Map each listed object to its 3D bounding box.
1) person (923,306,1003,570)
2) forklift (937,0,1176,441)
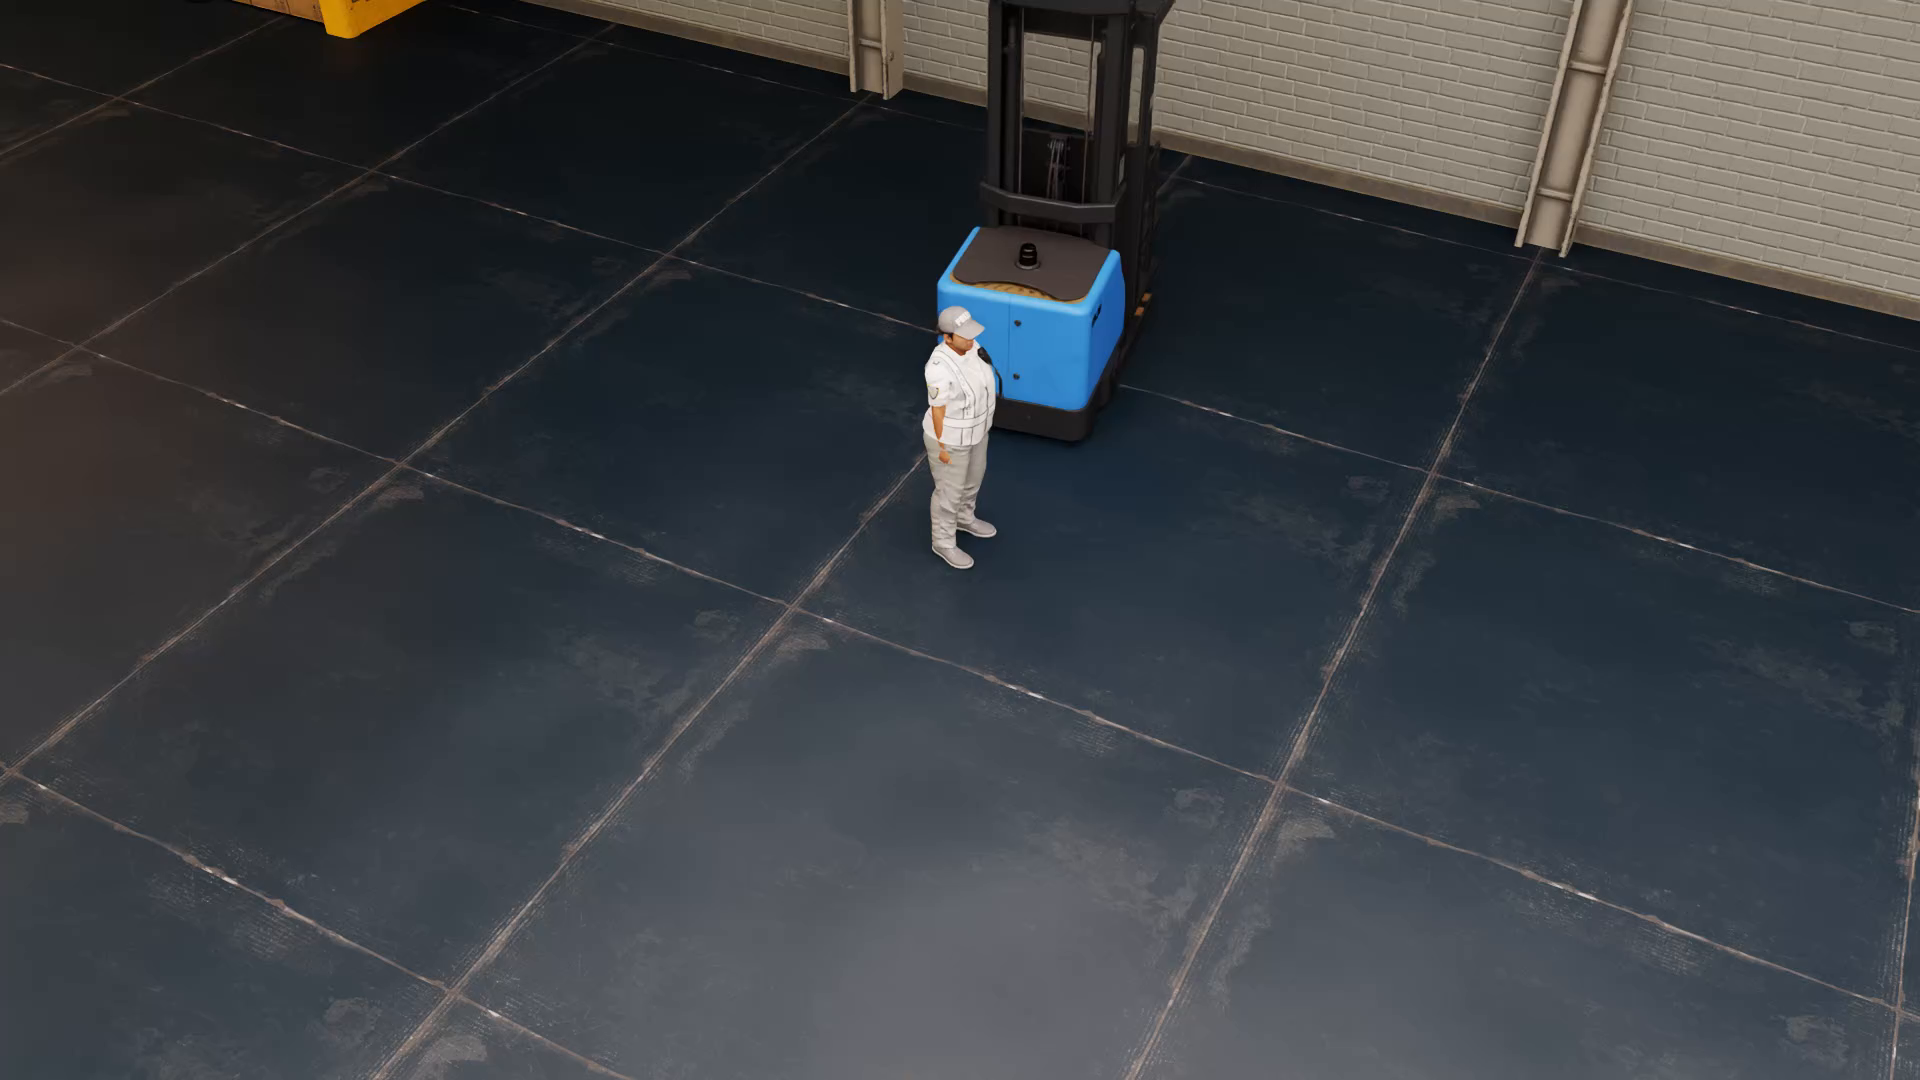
[{"bbox_3d":[-0.003,-0.628,9.722,0.388,1.668,0.478,18,43,21],"label":"person"},{"bbox_3d":[0.794,-2.727,11.224,1.130,2.935,3.031,12,42,14],"label":"forklift"}]
